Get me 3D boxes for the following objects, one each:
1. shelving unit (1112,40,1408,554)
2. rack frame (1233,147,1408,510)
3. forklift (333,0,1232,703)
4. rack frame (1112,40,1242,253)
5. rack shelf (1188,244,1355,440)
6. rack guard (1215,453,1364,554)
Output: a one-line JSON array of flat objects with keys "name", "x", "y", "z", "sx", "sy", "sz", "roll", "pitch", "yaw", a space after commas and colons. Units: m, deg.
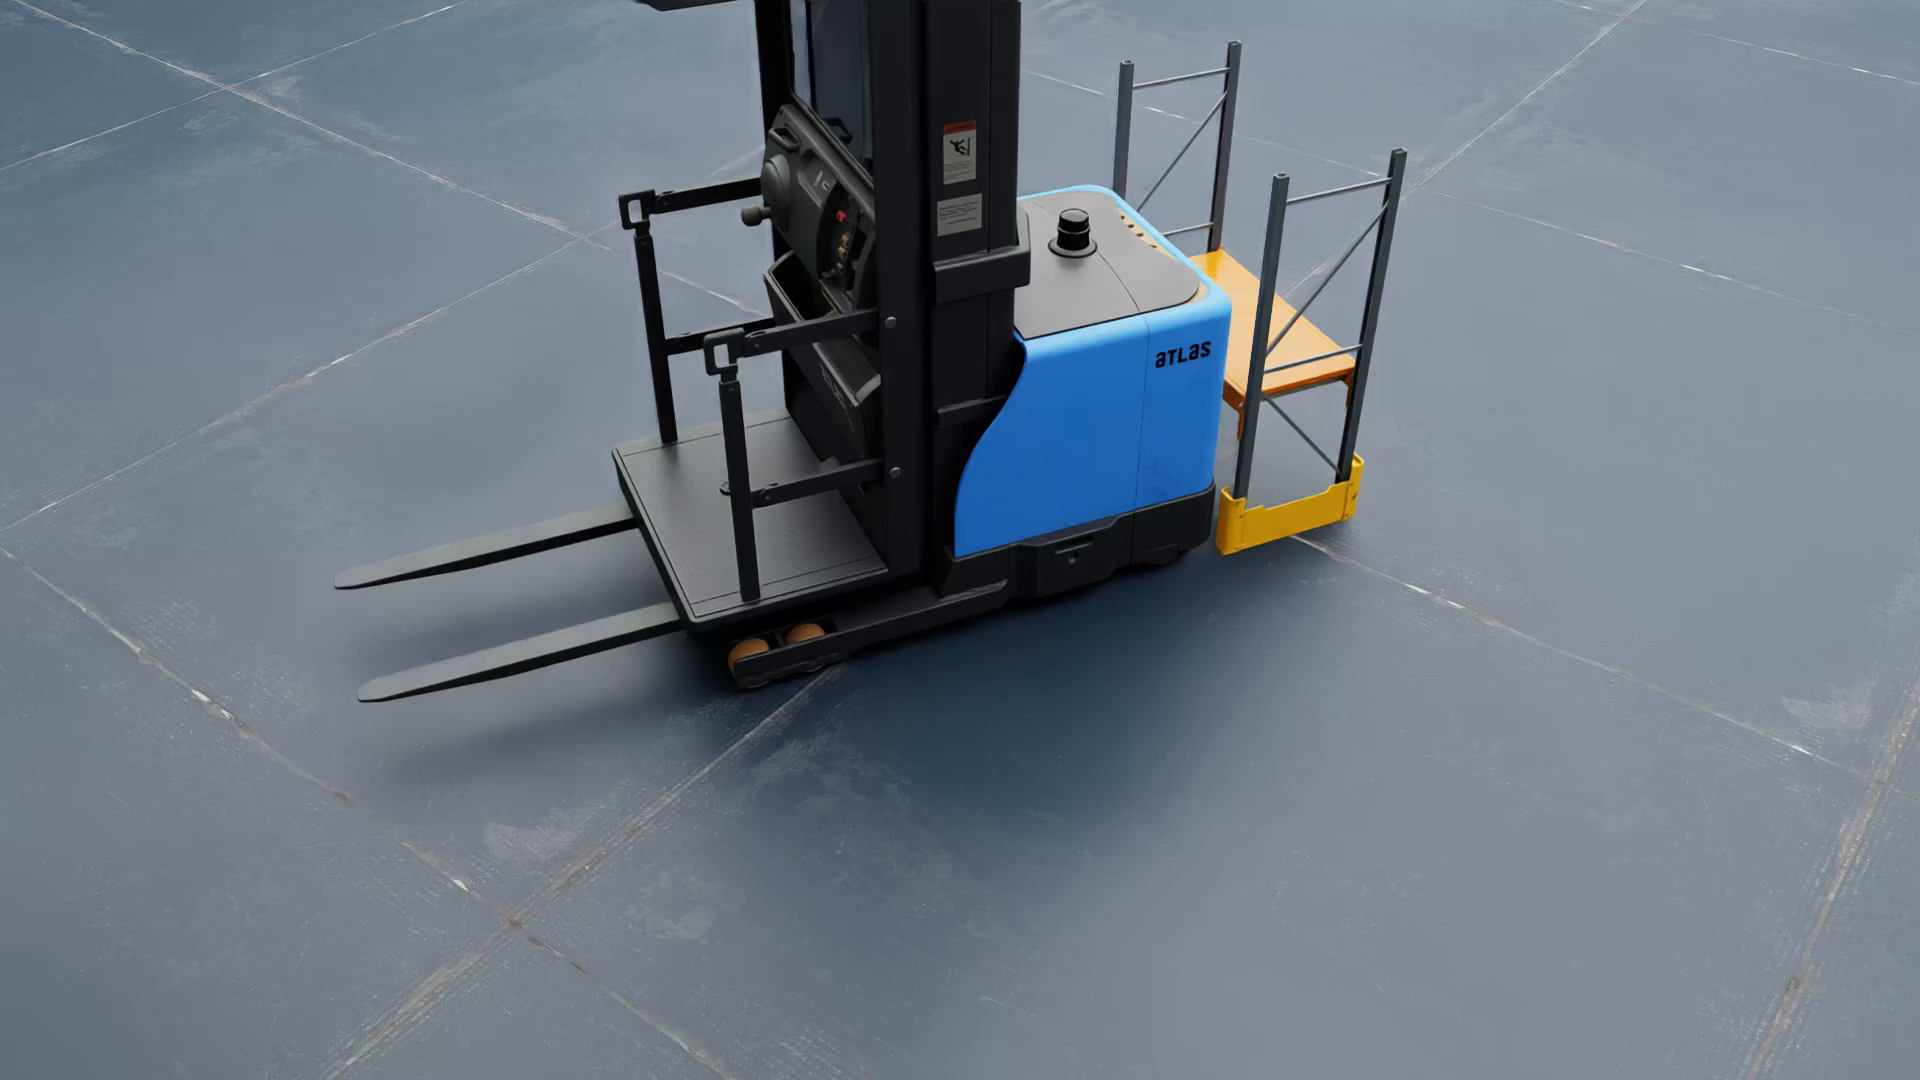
[{"name": "shelving unit", "x": 1.028, "y": -0.911, "z": 6.196, "sx": 0.587, "sy": 1.500, "sz": 1.083, "roll": -16, "pitch": 41, "yaw": -19}, {"name": "rack frame", "x": 1.234, "y": -0.630, "z": 5.838, "sx": 0.500, "sy": 1.500, "sz": 0.032, "roll": -16, "pitch": 41, "yaw": -19}, {"name": "forklift", "x": -0.635, "y": -1.027, "z": 5.184, "sx": 3.031, "sy": 2.935, "sz": 1.130, "roll": -15, "pitch": 40, "yaw": -18}, {"name": "rack frame", "x": 0.815, "y": -1.201, "z": 6.567, "sx": 0.500, "sy": 1.500, "sz": 0.032, "roll": -16, "pitch": 41, "yaw": -19}, {"name": "rack shelf", "x": 1.024, "y": -0.774, "z": 6.313, "sx": 0.538, "sy": 0.185, "sz": 1.000, "roll": -16, "pitch": 41, "yaw": -19}, {"name": "rack guard", "x": 1.233, "y": -0.139, "z": 6.224, "sx": 0.587, "sy": 0.250, "sz": 0.087, "roll": -16, "pitch": 41, "yaw": -19}]
